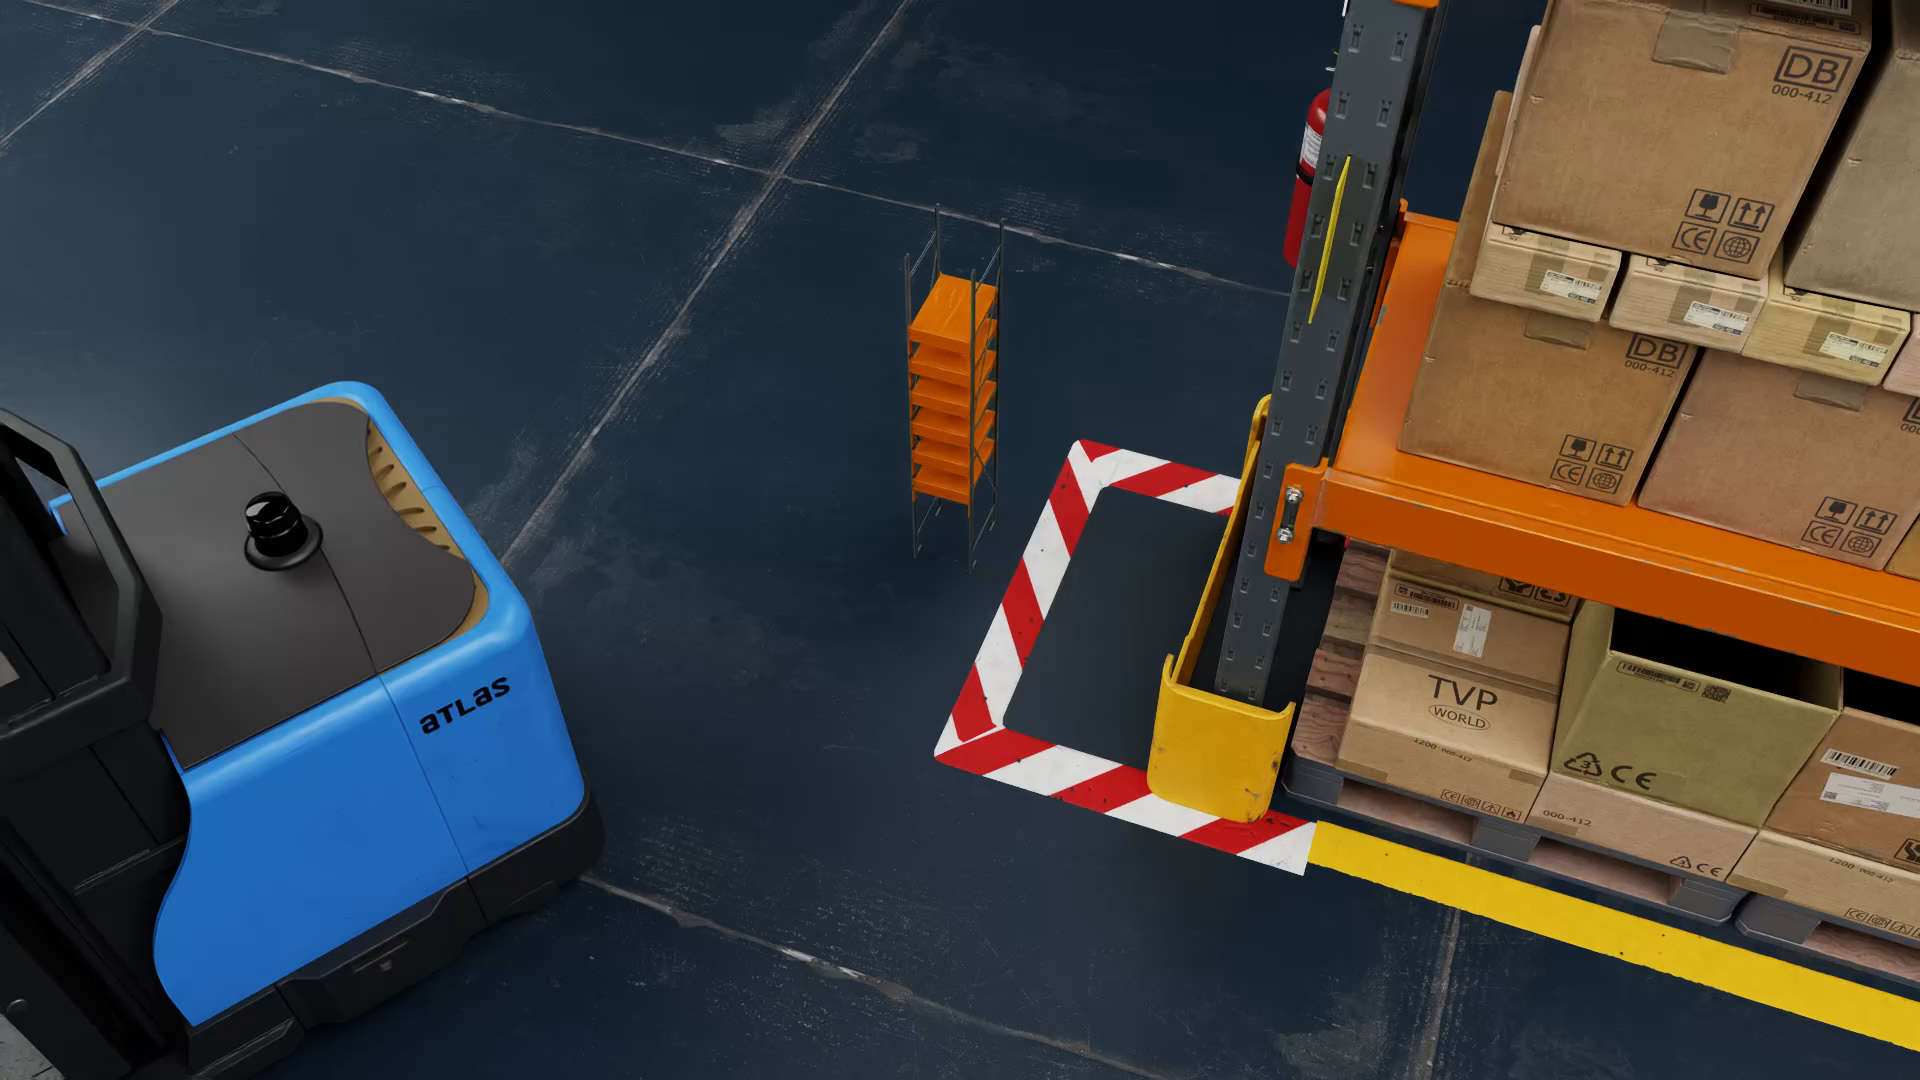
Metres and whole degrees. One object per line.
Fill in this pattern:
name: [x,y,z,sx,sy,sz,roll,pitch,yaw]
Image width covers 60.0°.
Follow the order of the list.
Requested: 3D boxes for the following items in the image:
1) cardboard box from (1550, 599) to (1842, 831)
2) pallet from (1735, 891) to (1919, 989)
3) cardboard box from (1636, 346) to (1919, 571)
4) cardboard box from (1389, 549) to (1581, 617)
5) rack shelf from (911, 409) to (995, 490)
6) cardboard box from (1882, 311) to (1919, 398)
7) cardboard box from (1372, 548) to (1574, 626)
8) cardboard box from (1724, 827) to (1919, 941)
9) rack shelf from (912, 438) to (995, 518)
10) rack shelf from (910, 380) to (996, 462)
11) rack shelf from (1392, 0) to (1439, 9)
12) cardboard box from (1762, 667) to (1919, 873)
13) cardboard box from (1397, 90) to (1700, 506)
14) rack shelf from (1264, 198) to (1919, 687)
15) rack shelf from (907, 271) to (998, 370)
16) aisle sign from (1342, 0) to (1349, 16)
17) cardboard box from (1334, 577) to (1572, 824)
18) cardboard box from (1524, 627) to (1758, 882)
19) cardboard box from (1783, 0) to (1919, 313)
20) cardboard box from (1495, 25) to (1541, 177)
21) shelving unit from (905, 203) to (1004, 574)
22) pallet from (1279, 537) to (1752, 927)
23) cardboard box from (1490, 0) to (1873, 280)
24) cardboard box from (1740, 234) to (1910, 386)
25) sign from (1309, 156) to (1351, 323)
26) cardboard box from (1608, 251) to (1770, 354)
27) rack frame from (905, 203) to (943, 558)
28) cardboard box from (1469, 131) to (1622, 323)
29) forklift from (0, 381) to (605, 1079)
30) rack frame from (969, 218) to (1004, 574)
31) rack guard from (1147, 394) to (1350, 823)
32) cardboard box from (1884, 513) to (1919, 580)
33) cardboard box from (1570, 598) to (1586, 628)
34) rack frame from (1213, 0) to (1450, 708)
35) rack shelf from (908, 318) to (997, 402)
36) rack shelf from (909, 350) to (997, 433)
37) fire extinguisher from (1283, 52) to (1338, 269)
cardboard box: [1.787,0.304,4.047,0.500,0.500,0.500,16,51,13]
pallet: [2.764,0.763,4.449,1.213,0.211,1.003,16,51,13]
cardboard box: [1.819,-0.409,3.553,0.500,0.500,0.700,17,51,14]
cardboard box: [1.497,-0.195,4.479,0.500,0.500,0.500,16,51,13]
rack shelf: [-0.014,-0.289,4.924,0.180,0.103,0.258,16,51,13]
cardboard box: [1.903,-0.430,3.142,0.250,0.149,0.380,15,51,13]
cardboard box: [1.497,0.052,4.761,0.500,0.250,0.500,16,51,13]
cardboard box: [2.256,0.679,4.218,0.500,0.250,0.500,16,51,13]
rack shelf: [-0.014,-0.210,5.015,0.180,0.103,0.258,16,51,13]
rack shelf: [-0.014,-0.368,4.833,0.180,0.103,0.258,16,51,13]
rack shelf: [2.767,-0.865,2.505,4.000,0.370,1.077,16,51,13]
cardboard box: [2.260,0.425,3.942,0.500,0.500,0.500,16,51,13]
cardboard box: [1.325,-0.543,3.669,0.500,0.500,0.700,16,51,13]
rack shelf: [2.767,0.118,3.639,4.000,0.370,1.077,16,51,13]
rack shelf: [-0.014,-0.603,4.561,0.180,0.103,0.258,16,51,13]
aisle sign: [0.723,-1.293,2.665,0.004,0.787,0.394,16,51,13]
cardboard box: [1.317,0.420,4.443,0.500,0.250,0.500,16,51,13]
cardboard box: [1.787,0.548,4.332,0.500,0.250,0.500,16,51,13]
cardboard box: [1.869,-0.820,3.051,0.500,0.500,0.700,14,51,12]
cardboard box: [1.316,-0.922,3.568,0.250,0.149,0.380,15,51,13]
shelving unit: [-0.014,-0.397,4.800,0.189,1.200,0.258,16,51,13]
pallet: [1.623,0.442,4.727,1.213,0.211,1.003,16,51,13]
cardboard box: [1.374,-0.954,3.167,0.500,0.500,0.700,16,51,13]
cardboard box: [1.667,-0.498,3.201,0.250,0.149,0.380,16,51,13]
sign: [0.693,-0.559,3.124,0.005,0.325,0.100,16,51,13]
cardboard box: [1.433,-0.564,3.258,0.250,0.149,0.380,14,51,12]
rack frame: [-0.099,-0.421,4.821,0.006,1.200,0.240,16,51,13]
cardboard box: [1.185,-0.631,3.317,0.250,0.149,0.380,15,51,13]
forklift: [-2.445,0.260,3.085,3.031,2.935,1.130,-28,55,-22]
rack frame: [0.072,-0.373,4.779,0.006,1.200,0.240,16,51,13]
rack guard: [0.869,0.171,4.771,0.348,0.500,1.175,16,51,13]
cardboard box: [2.283,-0.275,3.437,0.500,0.500,0.700,16,51,13]
cardboard box: [1.970,0.175,4.655,0.500,0.250,0.500,16,51,13]
rack frame: [0.891,-0.641,3.821,0.127,3.000,1.000,16,51,13]
rack shelf: [-0.014,-0.525,4.652,0.180,0.103,0.258,16,51,13]
rack shelf: [-0.014,-0.446,4.743,0.180,0.103,0.258,16,51,13]
fire extinguisher: [0.941,-0.976,4.162,0.183,0.674,0.296,16,51,13]
